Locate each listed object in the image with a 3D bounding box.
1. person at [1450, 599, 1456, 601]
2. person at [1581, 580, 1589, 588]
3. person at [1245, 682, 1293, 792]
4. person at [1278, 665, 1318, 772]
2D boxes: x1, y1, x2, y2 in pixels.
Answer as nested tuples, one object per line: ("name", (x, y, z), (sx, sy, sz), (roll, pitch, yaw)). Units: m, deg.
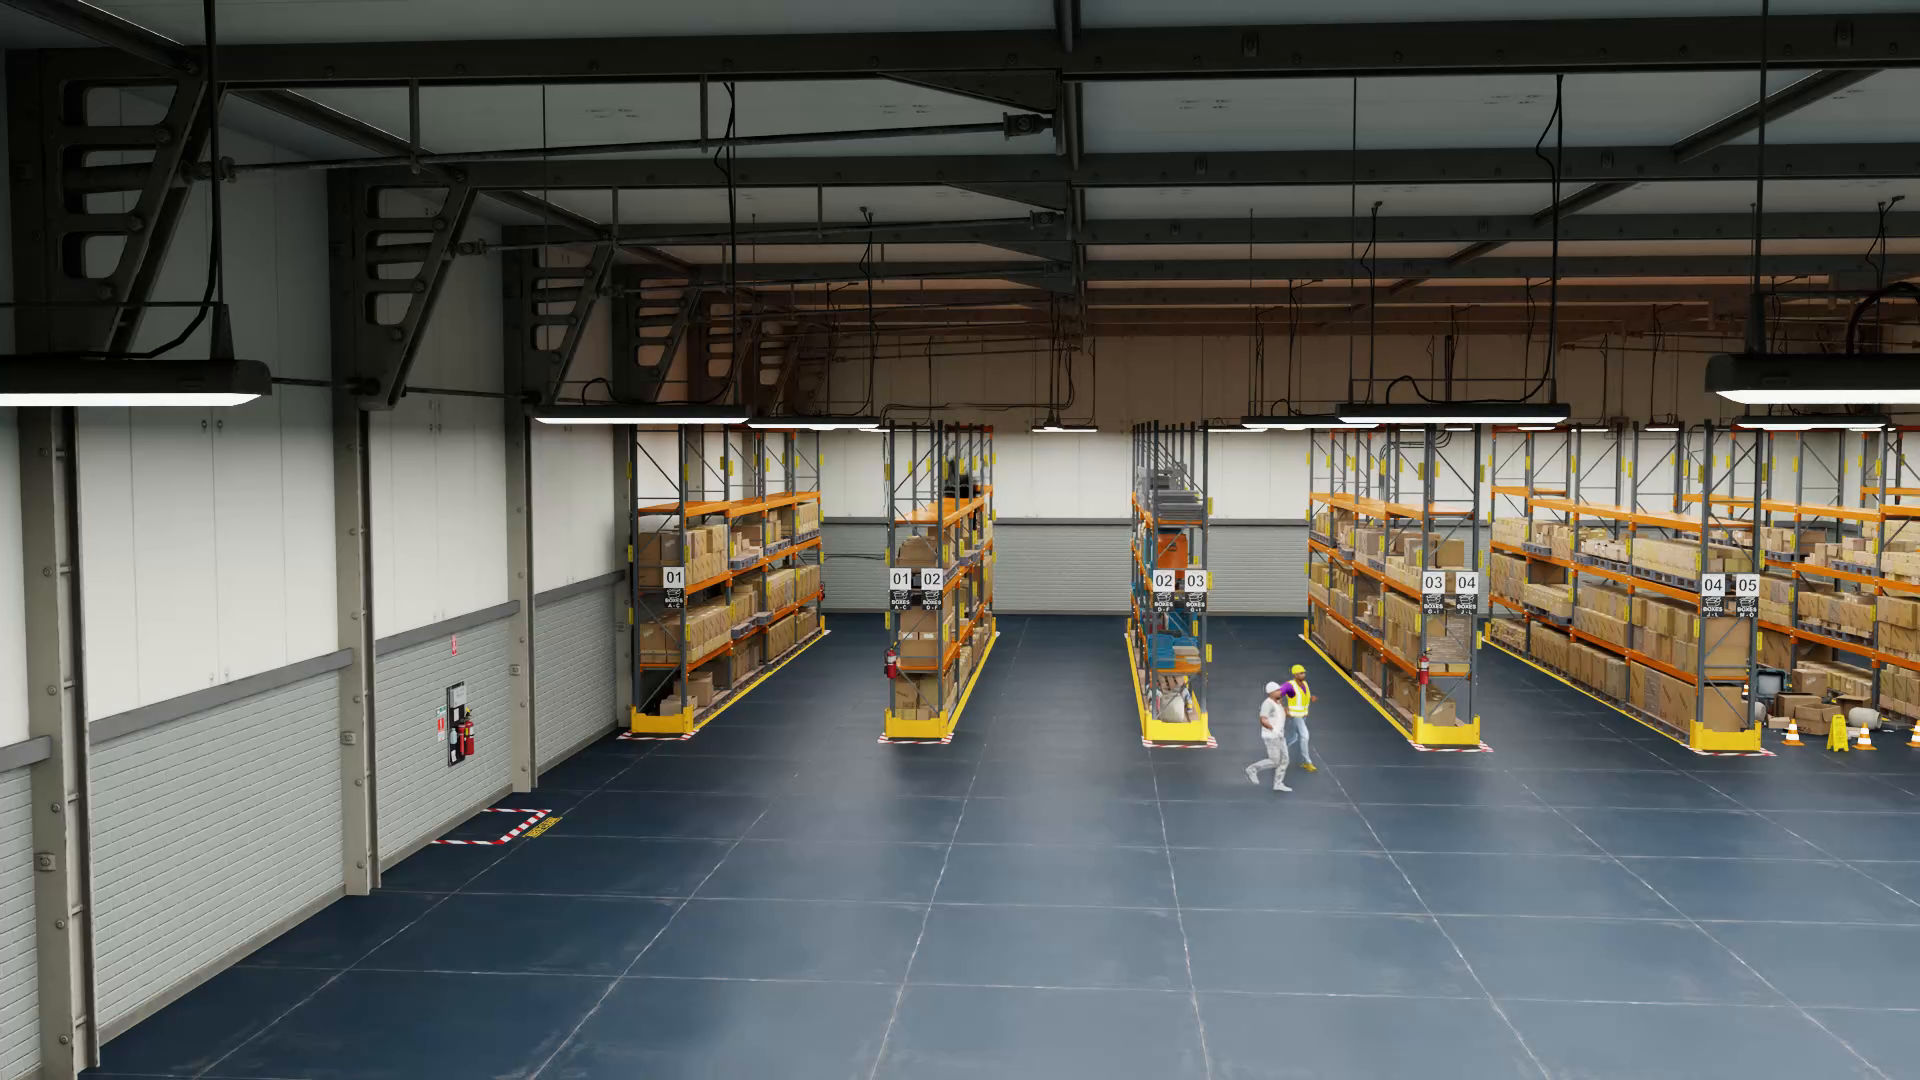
("person", (13.374, 1.962, 45.726), (0.728, 1.735, 0.640), (1, 4, 17))
("person", (17.934, 1.935, 47.450), (0.659, 1.598, 0.569), (0, 4, -1))
("person", (4.988, 3.158, 26.760), (0.752, 1.757, 0.685), (2, 4, 28))
("person", (5.783, 3.027, 28.545), (0.910, 1.794, 0.676), (3, 5, 39))
